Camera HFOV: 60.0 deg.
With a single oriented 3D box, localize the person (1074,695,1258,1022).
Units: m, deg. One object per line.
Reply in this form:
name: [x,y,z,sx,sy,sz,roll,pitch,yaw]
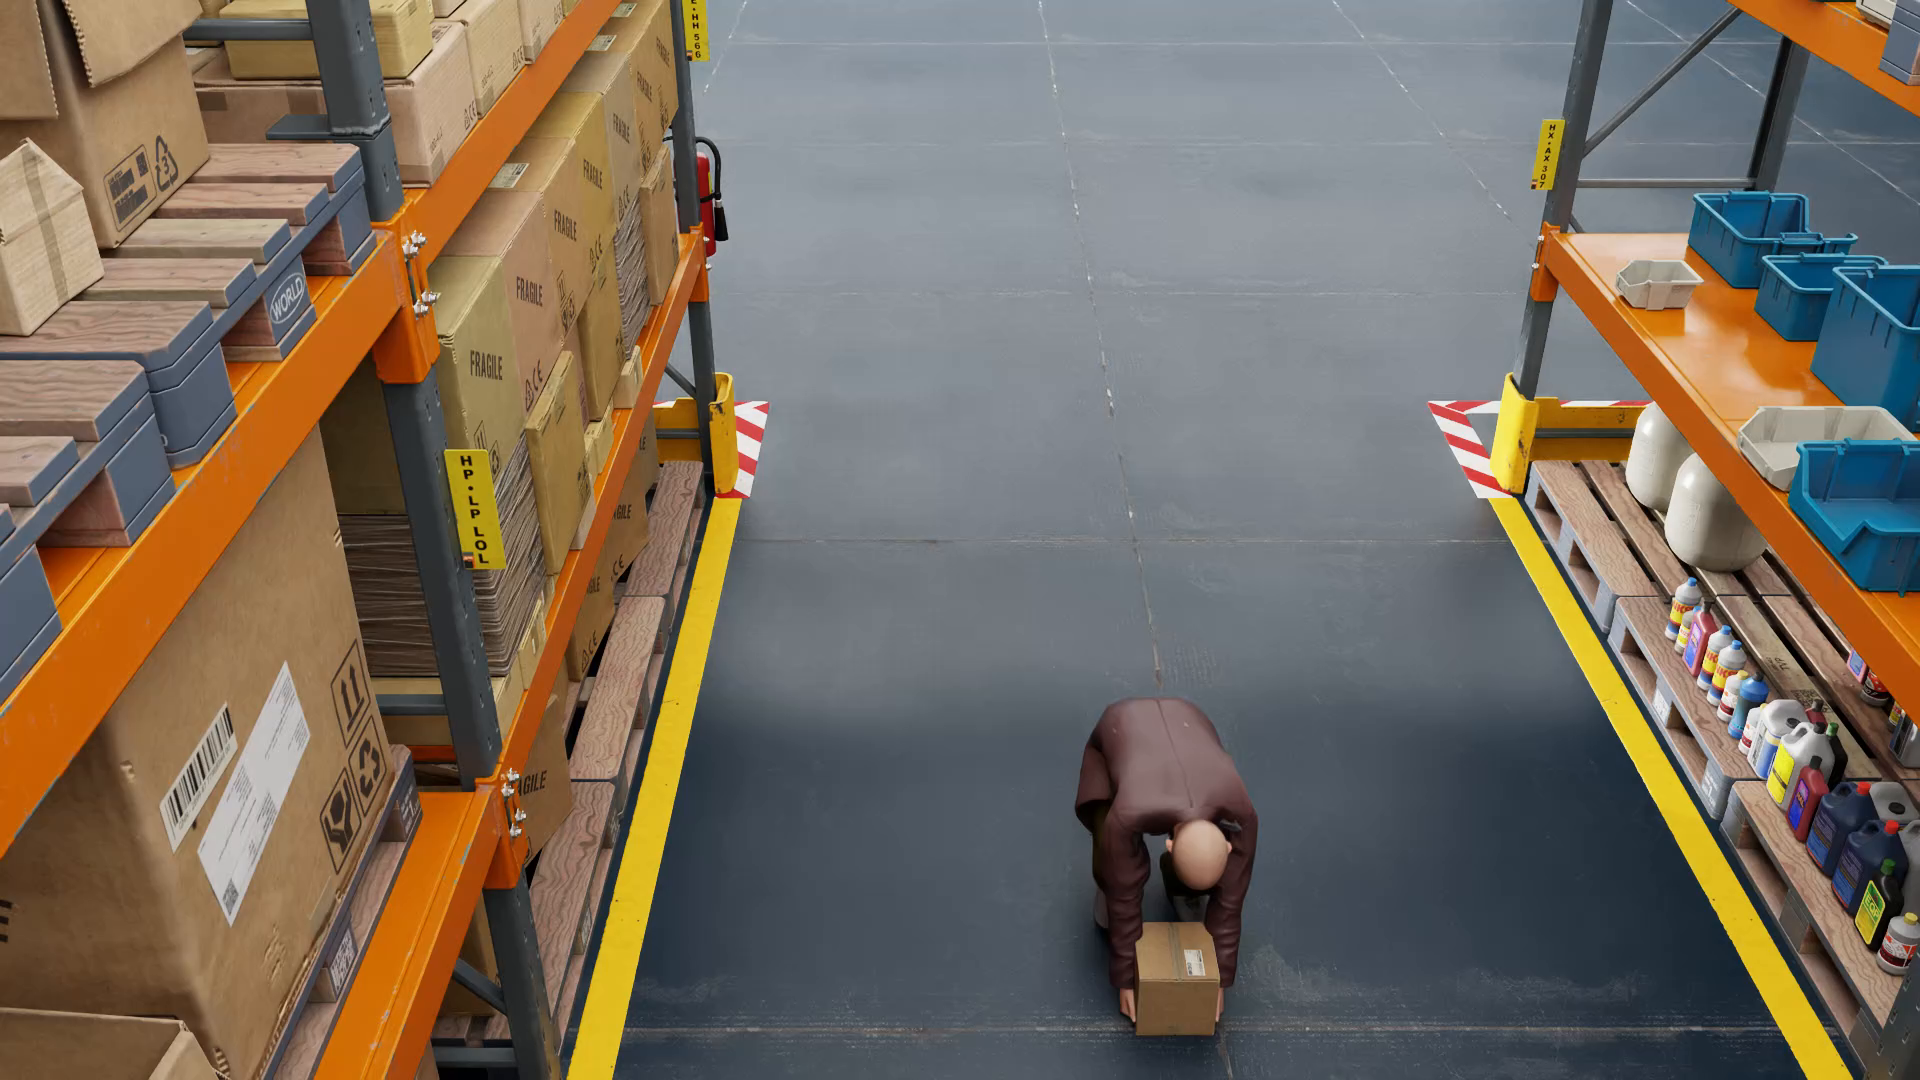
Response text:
person: [0.665,0.996,5.457,0.573,0.826,0.945,-1,31,-2]
